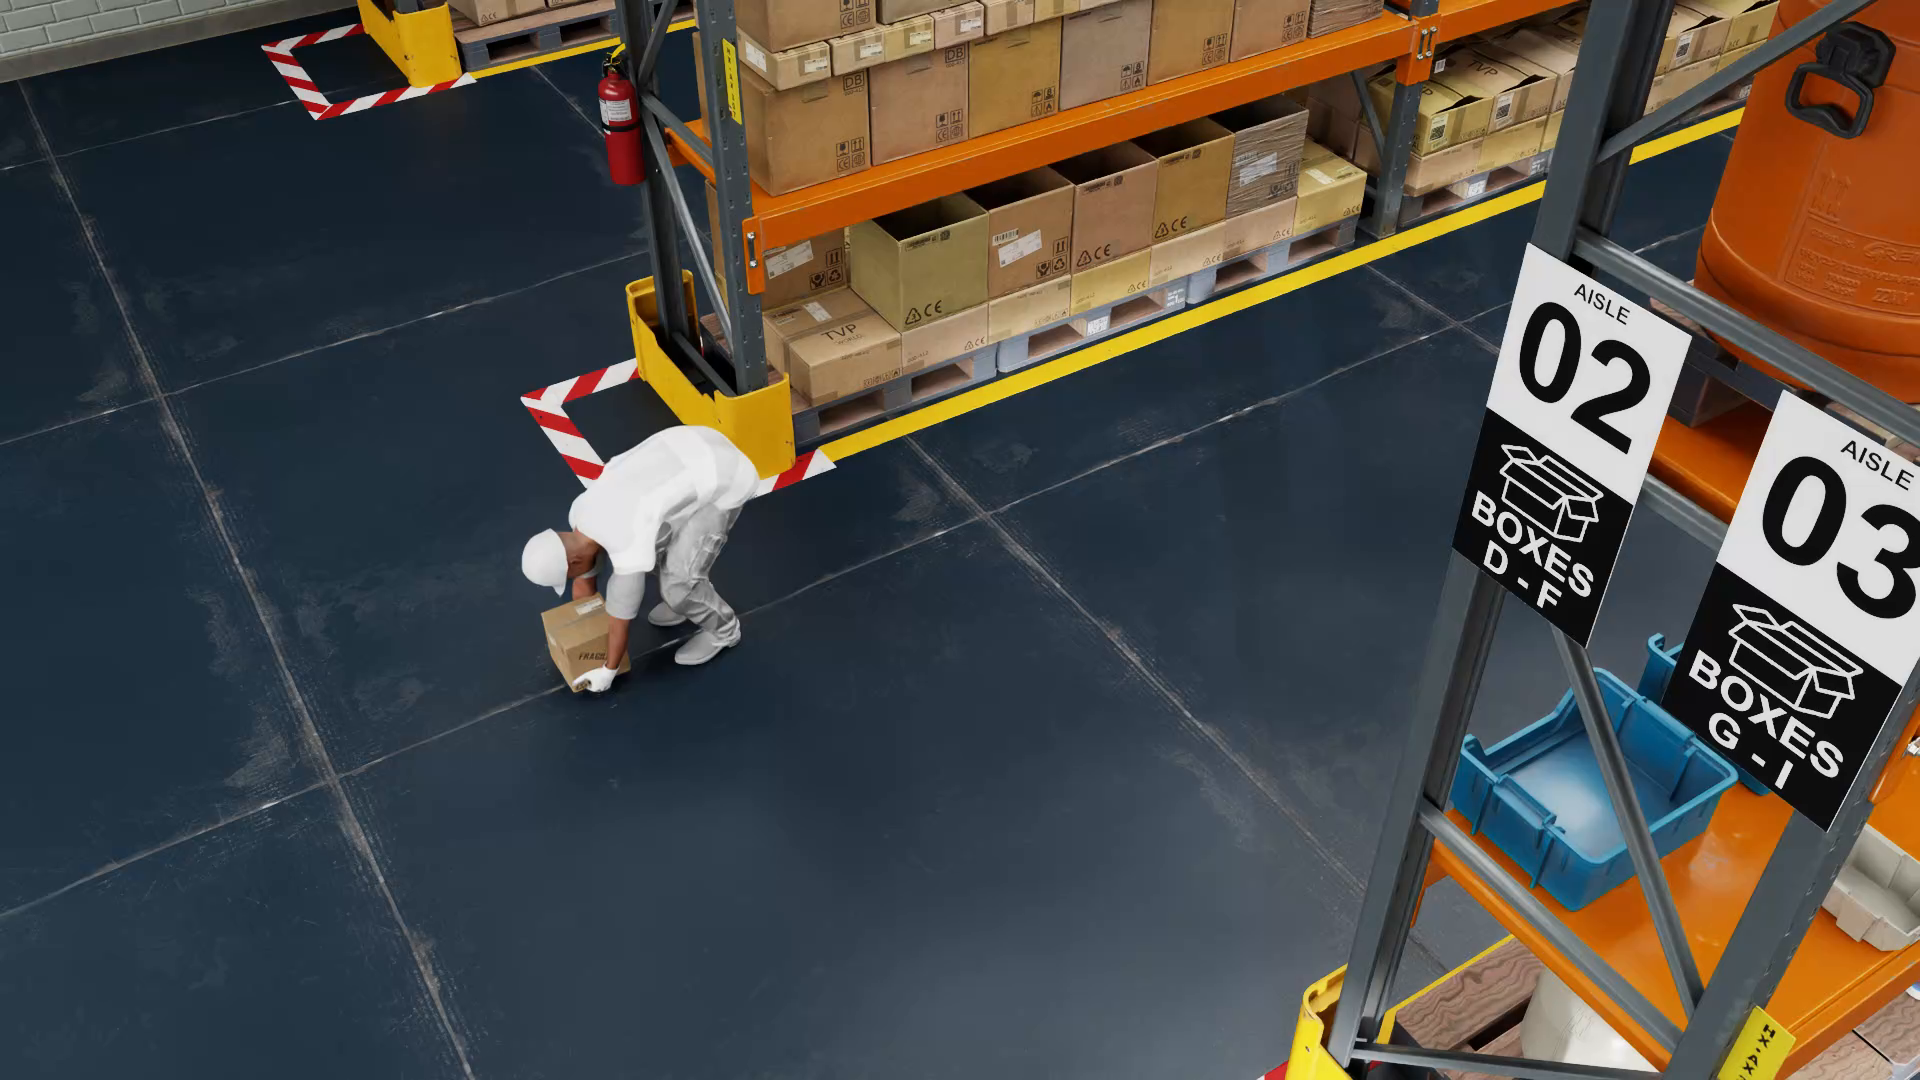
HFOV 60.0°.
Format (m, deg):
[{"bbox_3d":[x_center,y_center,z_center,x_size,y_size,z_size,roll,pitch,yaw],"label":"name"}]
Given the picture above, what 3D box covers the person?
[{"bbox_3d":[-1.260,0.079,6.671,0.981,0.973,0.522,-25,46,-26],"label":"person"}]
